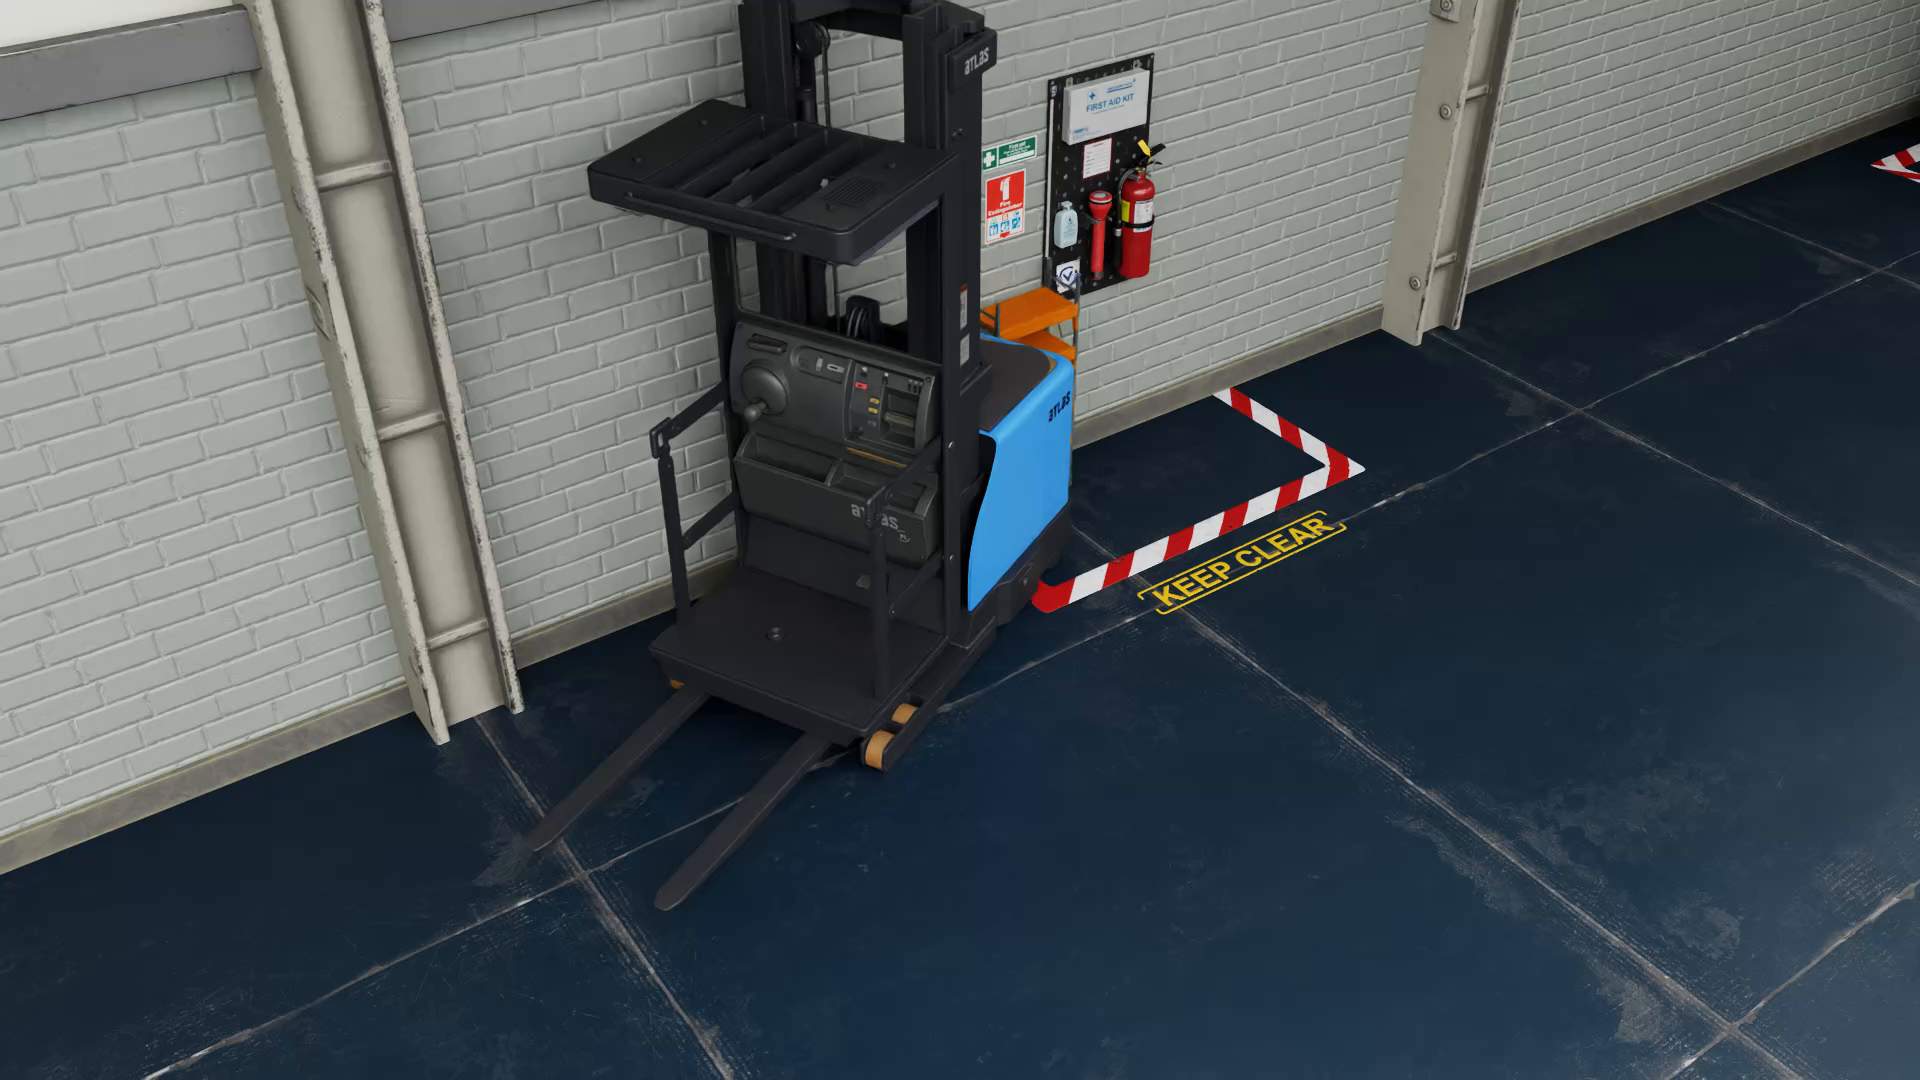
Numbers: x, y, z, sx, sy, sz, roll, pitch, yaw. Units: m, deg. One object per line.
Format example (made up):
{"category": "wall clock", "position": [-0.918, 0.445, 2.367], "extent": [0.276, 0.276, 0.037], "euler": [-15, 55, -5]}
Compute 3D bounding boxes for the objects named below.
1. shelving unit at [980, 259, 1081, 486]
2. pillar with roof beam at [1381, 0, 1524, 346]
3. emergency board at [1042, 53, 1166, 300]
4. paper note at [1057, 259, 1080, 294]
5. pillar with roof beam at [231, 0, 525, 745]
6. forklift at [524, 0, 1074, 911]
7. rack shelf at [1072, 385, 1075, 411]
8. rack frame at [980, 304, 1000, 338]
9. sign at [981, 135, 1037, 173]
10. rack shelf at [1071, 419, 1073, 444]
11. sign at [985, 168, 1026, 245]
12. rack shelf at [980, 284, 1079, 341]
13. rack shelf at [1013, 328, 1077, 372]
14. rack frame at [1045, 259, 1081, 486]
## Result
{"category": "shelving unit", "position": [0.305, -0.739, 8.250], "extent": [0.503, 1.200, 0.258], "euler": [-24, 42, -29]}
{"category": "pillar with roof beam", "position": [5.246, -2.886, 4.556], "extent": [0.400, 9.000, 9.100], "euler": [-22, 41, -28]}
{"category": "emergency board", "position": [0.724, -1.693, 8.034], "extent": [0.643, 1.169, 0.194], "euler": [-22, 41, -28]}
{"category": "paper note", "position": [0.540, -1.308, 8.255], "extent": [0.142, 0.148, 0.016], "euler": [-22, 41, -28]}
{"category": "pillar with roof beam", "position": [0.342, -0.868, 1.750], "extent": [0.400, 9.000, 9.100], "euler": [-22, 41, -28]}
{"category": "forklift", "position": [-0.620, -0.536, 6.486], "extent": [1.130, 2.935, 3.031], "euler": [18, 39, 23]}
{"category": "rack shelf", "position": [0.305, -0.684, 8.289], "extent": [0.480, 0.148, 0.258], "euler": [-24, 42, -29]}
{"category": "rack frame", "position": [0.110, -0.654, 8.131], "extent": [0.015, 1.200, 0.240], "euler": [-24, 42, -29]}
{"category": "sign", "position": [0.222, -1.783, 7.675], "extent": [0.331, 0.109, 0.001], "euler": [-22, 41, -28]}
{"category": "rack shelf", "position": [0.305, -0.523, 8.405], "extent": [0.480, 0.148, 0.258], "euler": [-24, 42, -29]}
{"category": "sign", "position": [0.213, -1.570, 7.834], "extent": [0.234, 0.329, 0.001], "euler": [-22, 41, -28]}
{"category": "rack shelf", "position": [0.305, -1.058, 8.021], "extent": [0.480, 0.148, 0.258], "euler": [-24, 42, -29]}
{"category": "rack shelf", "position": [0.305, -0.866, 8.159], "extent": [0.480, 0.148, 0.258], "euler": [-24, 42, -29]}
{"category": "rack frame", "position": [0.501, -0.824, 8.369], "extent": [0.015, 1.200, 0.240], "euler": [-24, 42, -29]}
